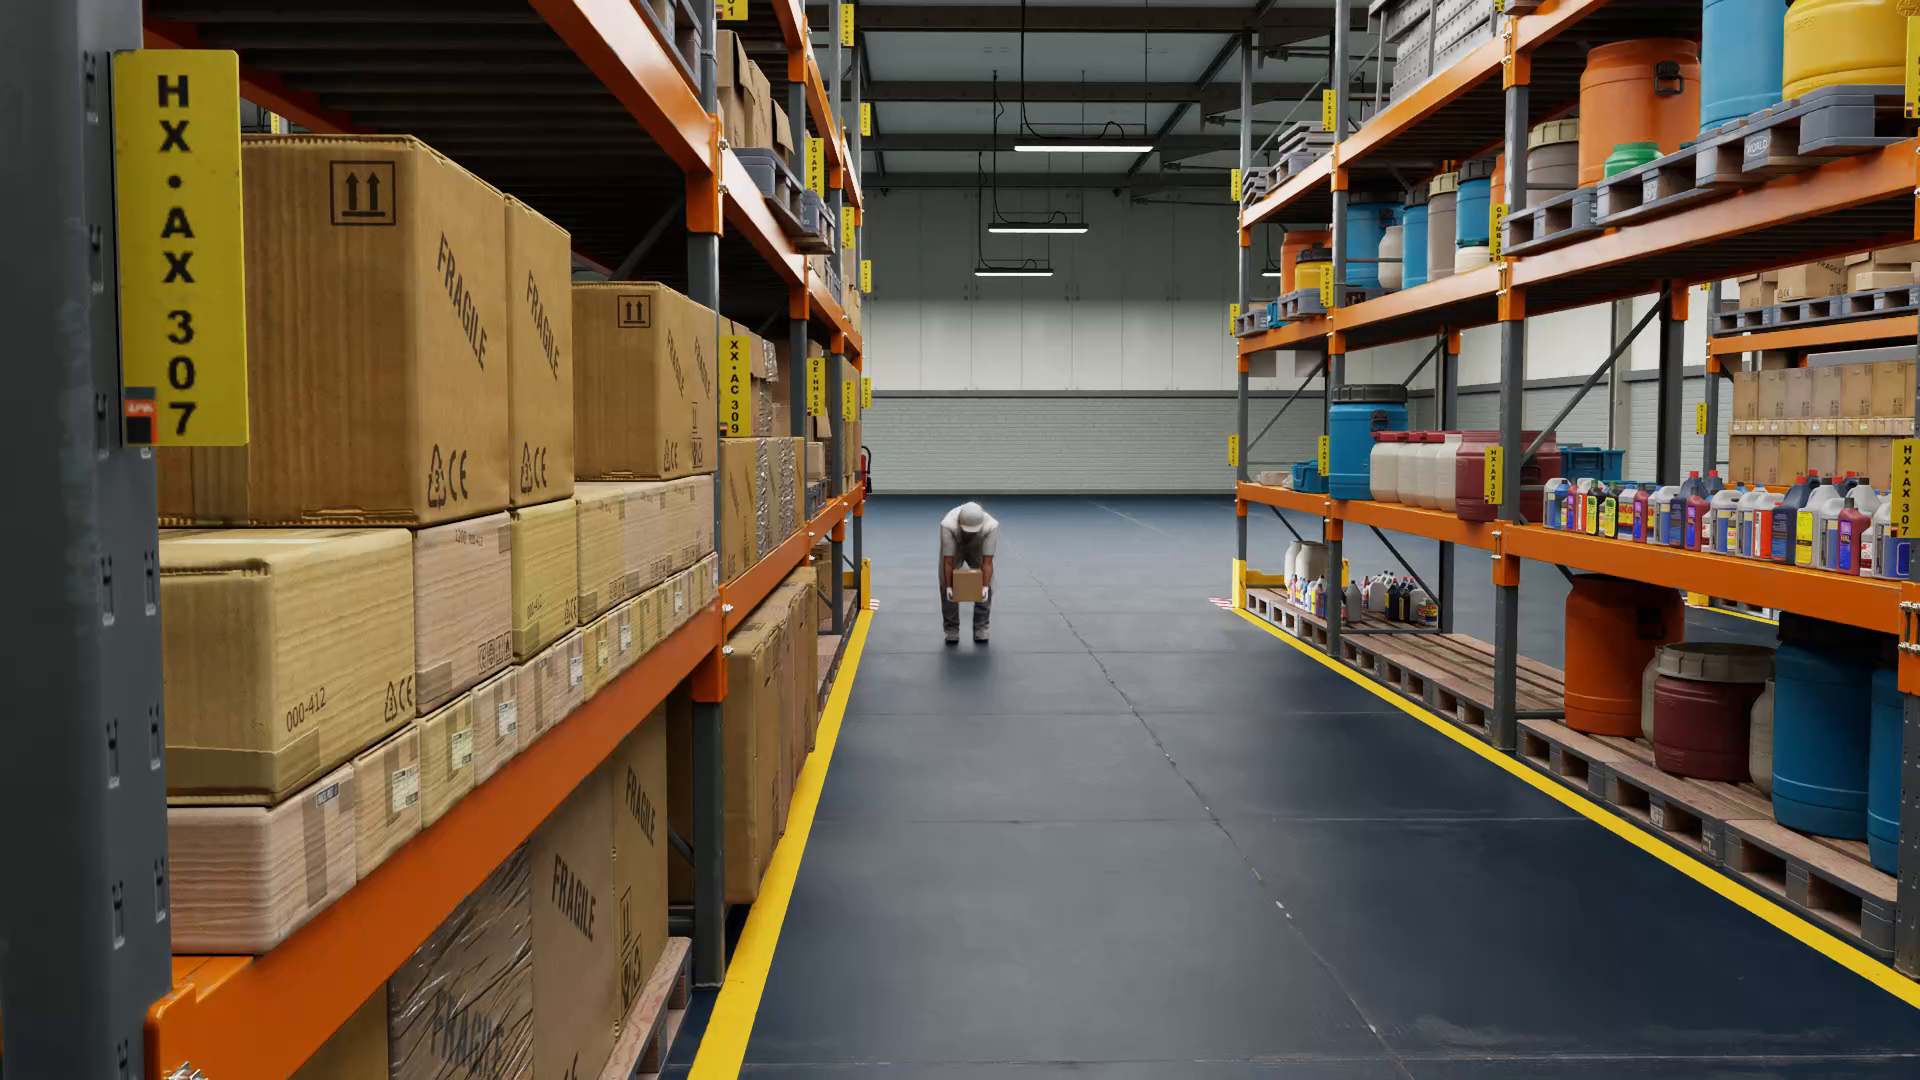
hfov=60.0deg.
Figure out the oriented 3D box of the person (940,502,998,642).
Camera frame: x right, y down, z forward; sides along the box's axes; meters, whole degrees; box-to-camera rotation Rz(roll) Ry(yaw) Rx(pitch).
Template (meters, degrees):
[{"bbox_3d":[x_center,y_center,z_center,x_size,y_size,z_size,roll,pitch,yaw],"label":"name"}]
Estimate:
[{"bbox_3d":[0.073,0.277,14.426,0.504,1.239,0.953,0,4,-4],"label":"person"}]
